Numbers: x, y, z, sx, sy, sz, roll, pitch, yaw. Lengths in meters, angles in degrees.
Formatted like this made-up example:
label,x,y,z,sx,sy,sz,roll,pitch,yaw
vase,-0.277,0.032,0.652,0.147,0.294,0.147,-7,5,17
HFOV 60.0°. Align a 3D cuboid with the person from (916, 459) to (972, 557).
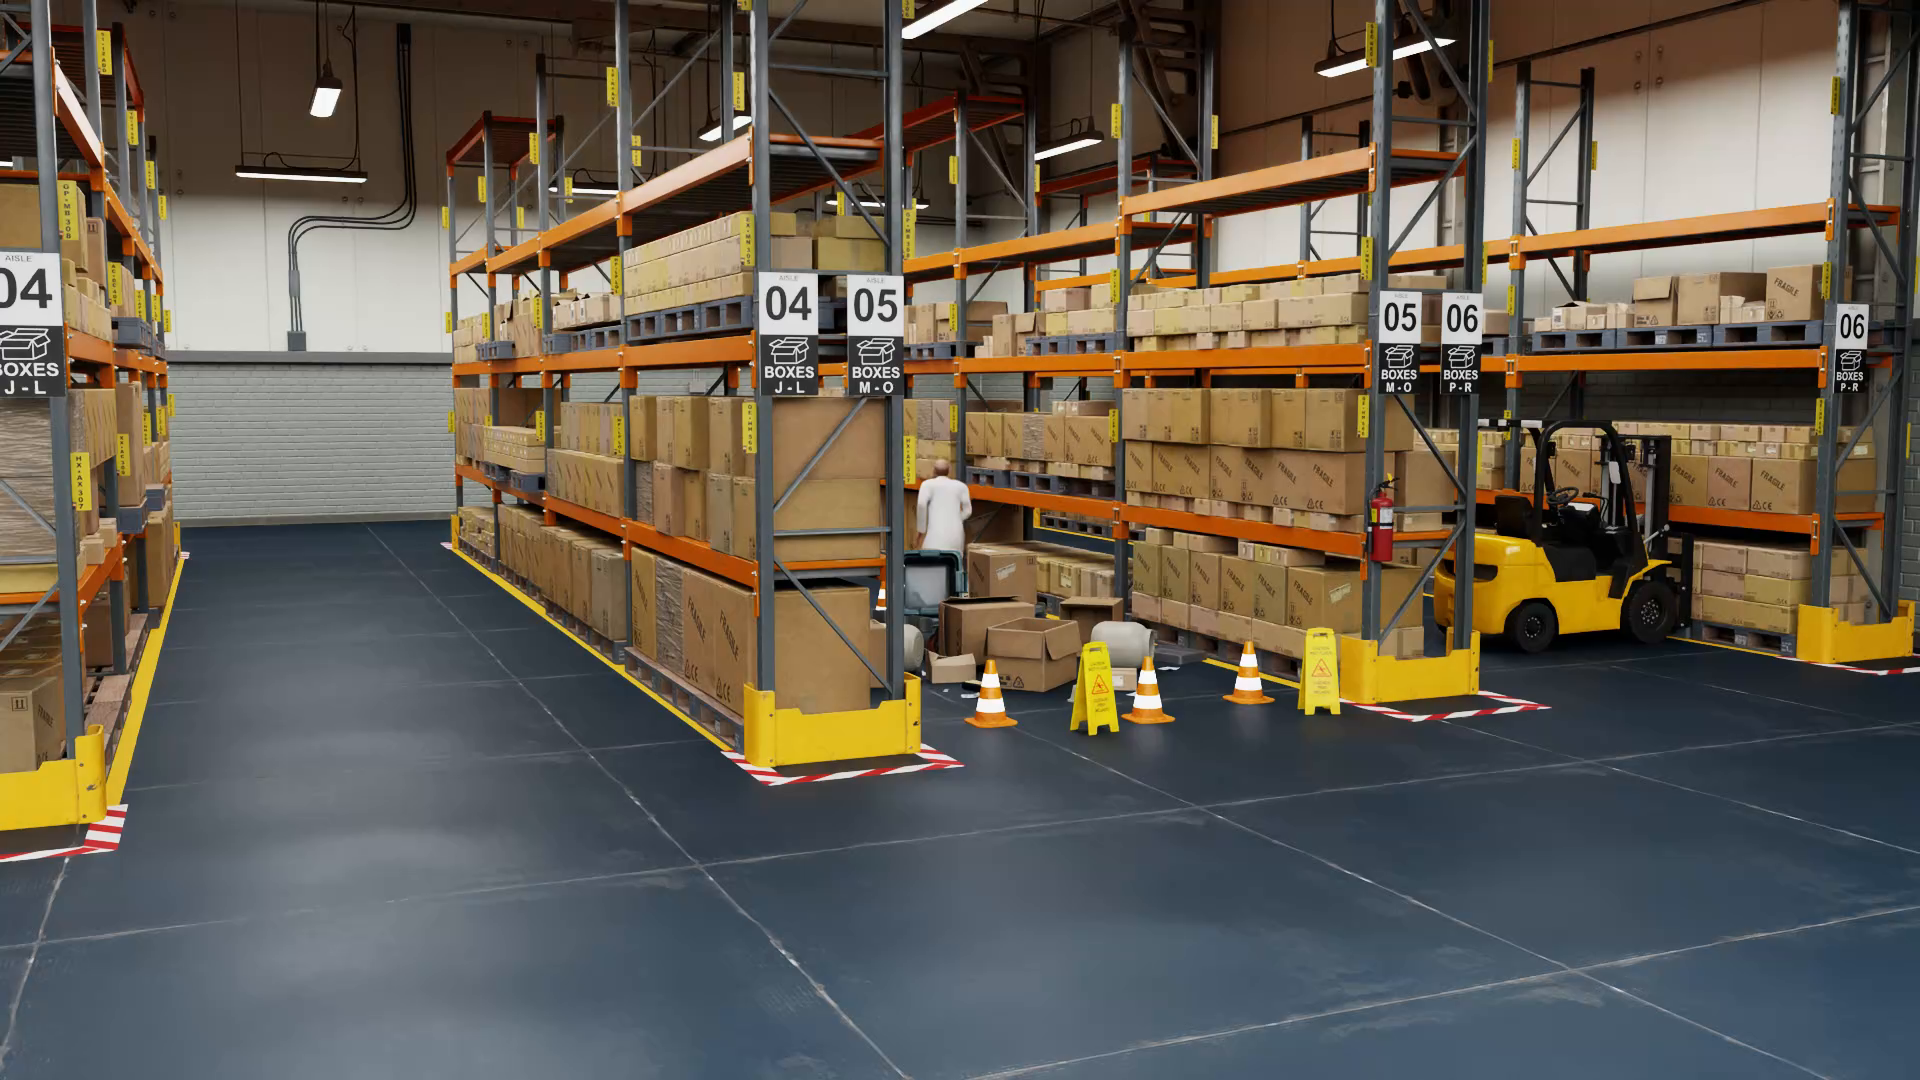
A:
label,x,y,z,sx,sy,sz,roll,pitch,yaw
person,-0.146,-0.044,18.200,0.688,1.672,0.827,-2,6,-24
